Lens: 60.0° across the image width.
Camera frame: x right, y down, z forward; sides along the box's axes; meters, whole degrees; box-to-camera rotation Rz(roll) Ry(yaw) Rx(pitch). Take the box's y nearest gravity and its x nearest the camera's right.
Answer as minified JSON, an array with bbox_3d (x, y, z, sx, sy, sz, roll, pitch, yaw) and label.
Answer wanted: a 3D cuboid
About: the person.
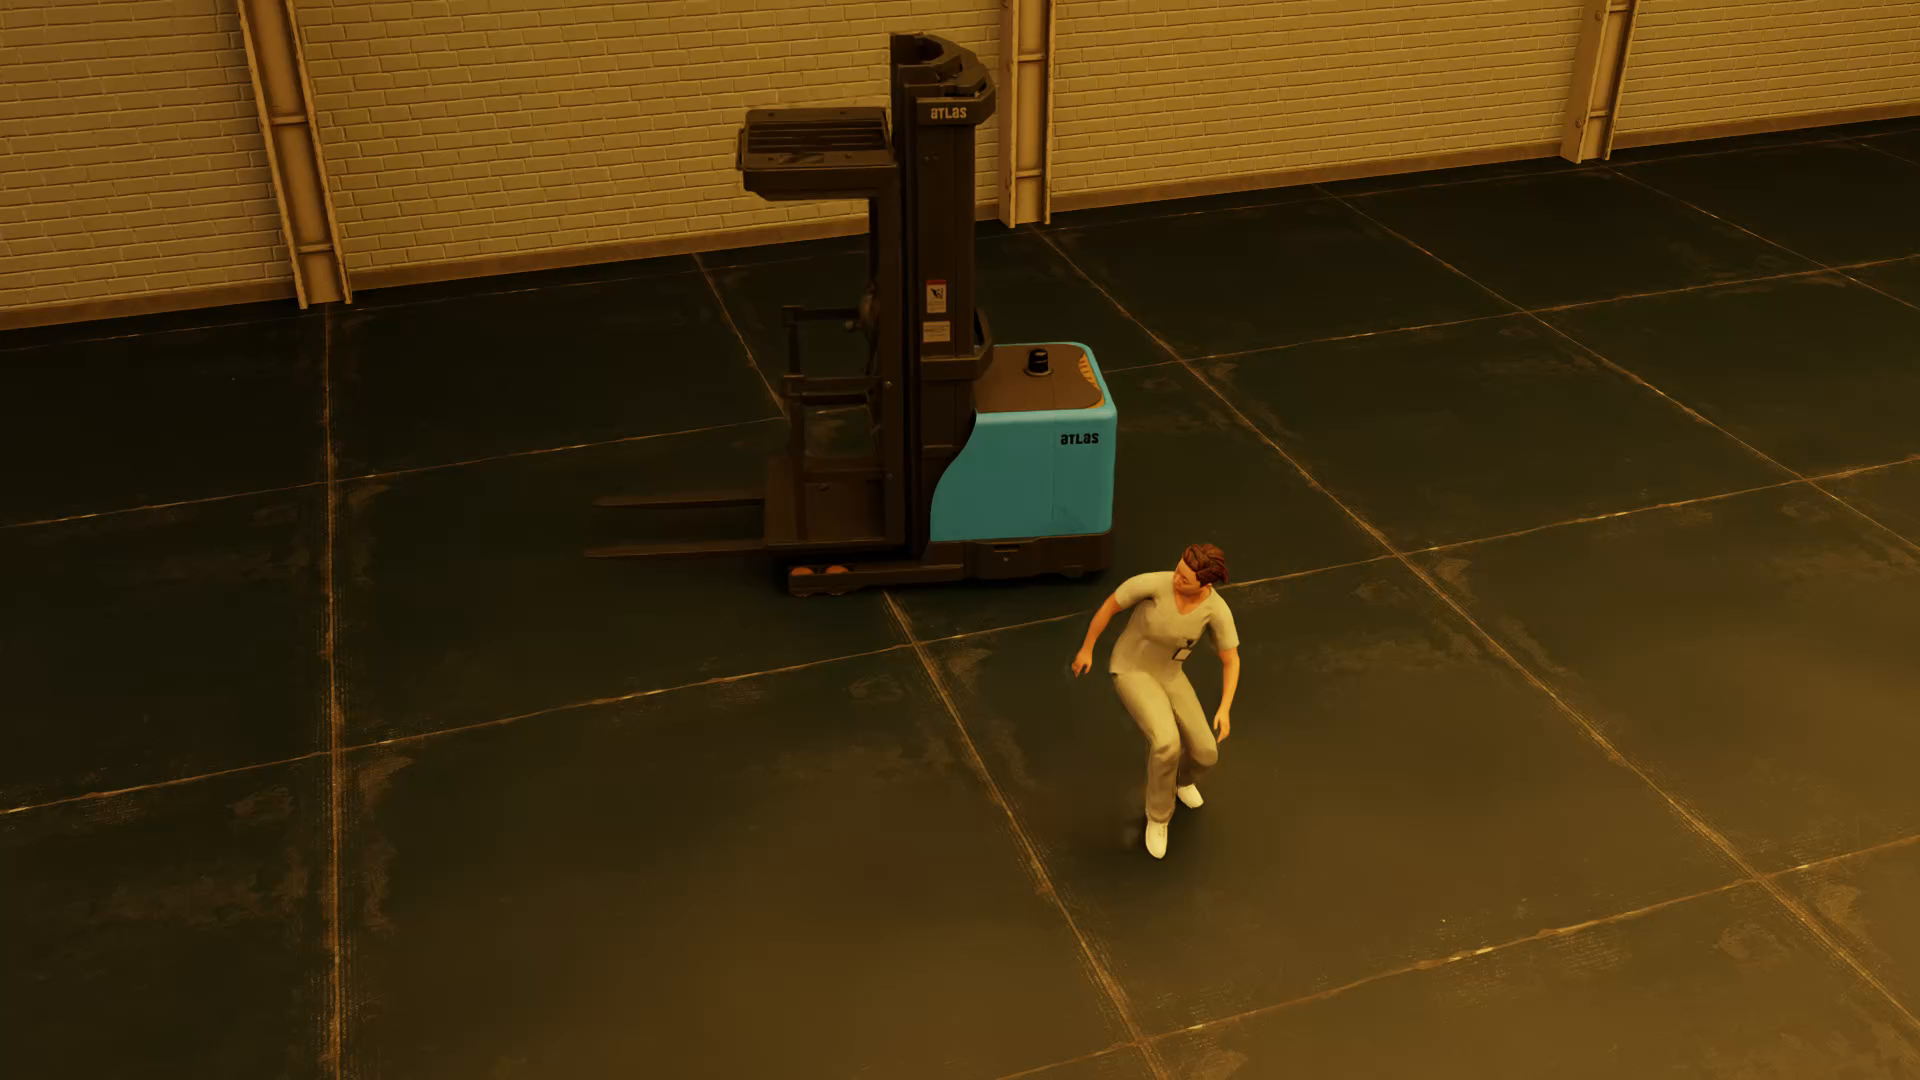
[{"bbox_3d":[0.910,0.667,7.437,0.667,1.458,0.674,-8,31,-14],"label":"person"}]

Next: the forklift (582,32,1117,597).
[{"bbox_3d":[-0.668,-1.223,9.212,3.031,2.935,1.130,-3,30,-5],"label":"forklift"}]
